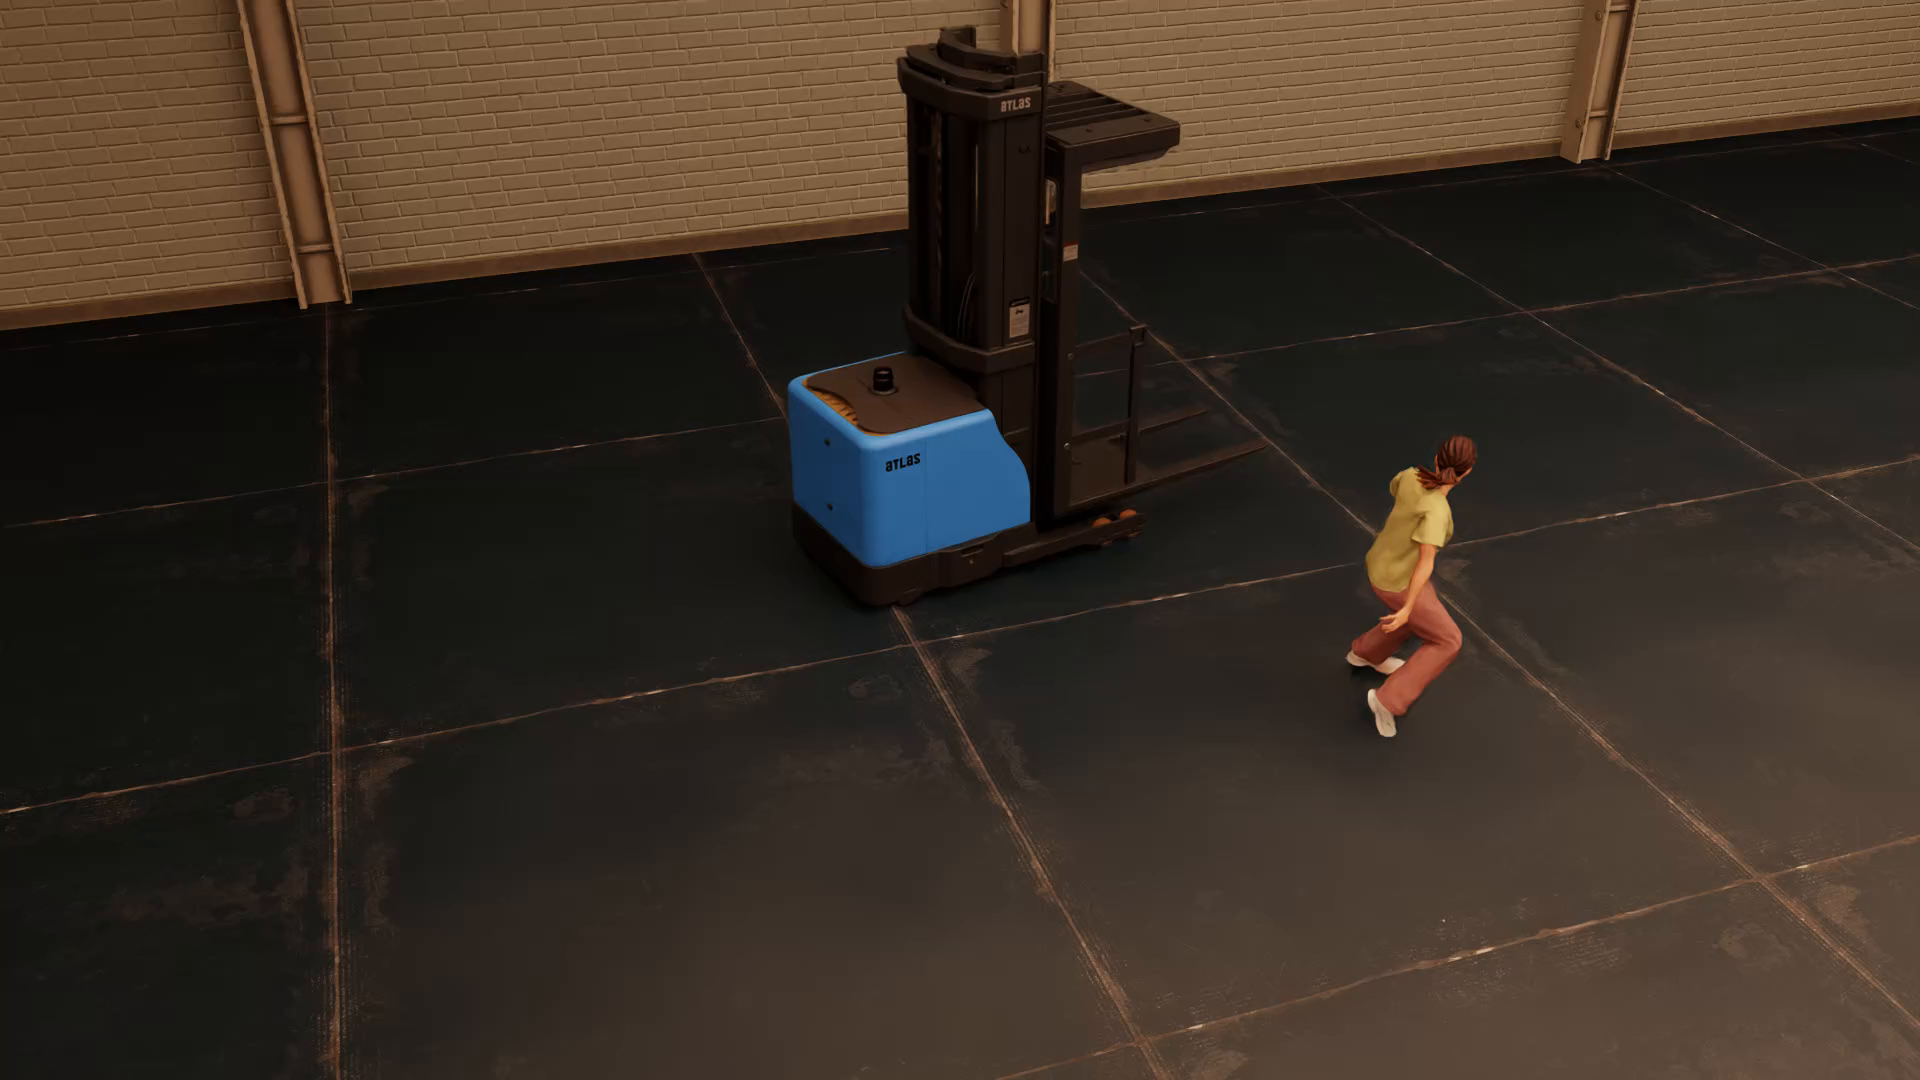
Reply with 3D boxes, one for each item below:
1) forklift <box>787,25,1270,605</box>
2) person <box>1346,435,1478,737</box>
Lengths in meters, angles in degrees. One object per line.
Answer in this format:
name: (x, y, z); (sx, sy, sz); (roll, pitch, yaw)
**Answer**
forklift: (0.523, -1.442, 9.593); (3.031, 2.935, 1.130); (-17, 34, -27)
person: (2.237, 0.219, 8.203); (0.473, 1.567, 0.913); (2, 30, 3)
